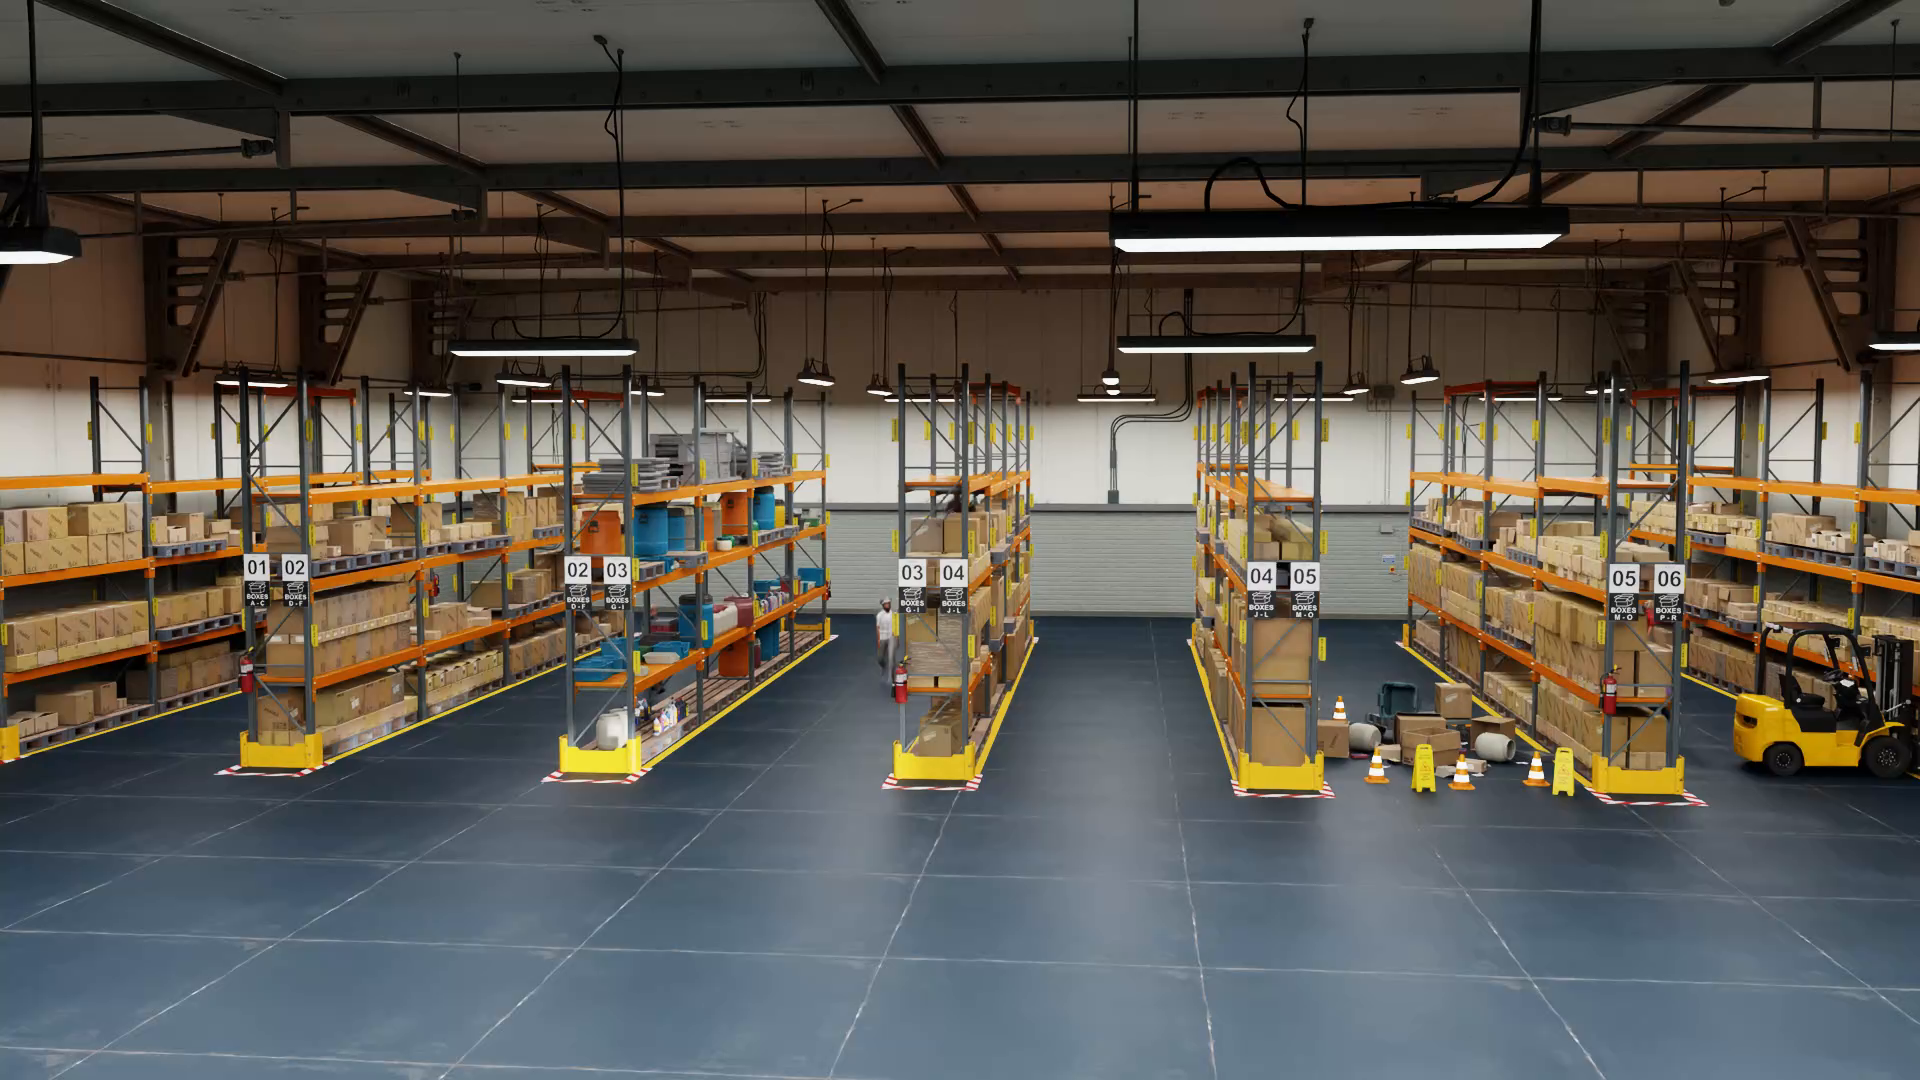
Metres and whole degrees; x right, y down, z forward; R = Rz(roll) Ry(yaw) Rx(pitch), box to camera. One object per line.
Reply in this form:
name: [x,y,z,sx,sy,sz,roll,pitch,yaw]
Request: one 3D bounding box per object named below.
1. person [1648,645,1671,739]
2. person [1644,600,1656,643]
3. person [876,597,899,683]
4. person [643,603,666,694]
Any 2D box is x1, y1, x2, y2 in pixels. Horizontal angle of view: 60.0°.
person: [11.441,2.486,27.167,0.485,1.571,0.538,-2,4,-30]
person: [13.621,2.029,33.131,0.489,1.756,0.587,2,4,32]
person: [-1.410,1.937,32.600,0.455,1.661,0.665,0,4,4]
person: [-5.883,2.079,32.024,0.408,1.726,0.569,-2,4,-31]
